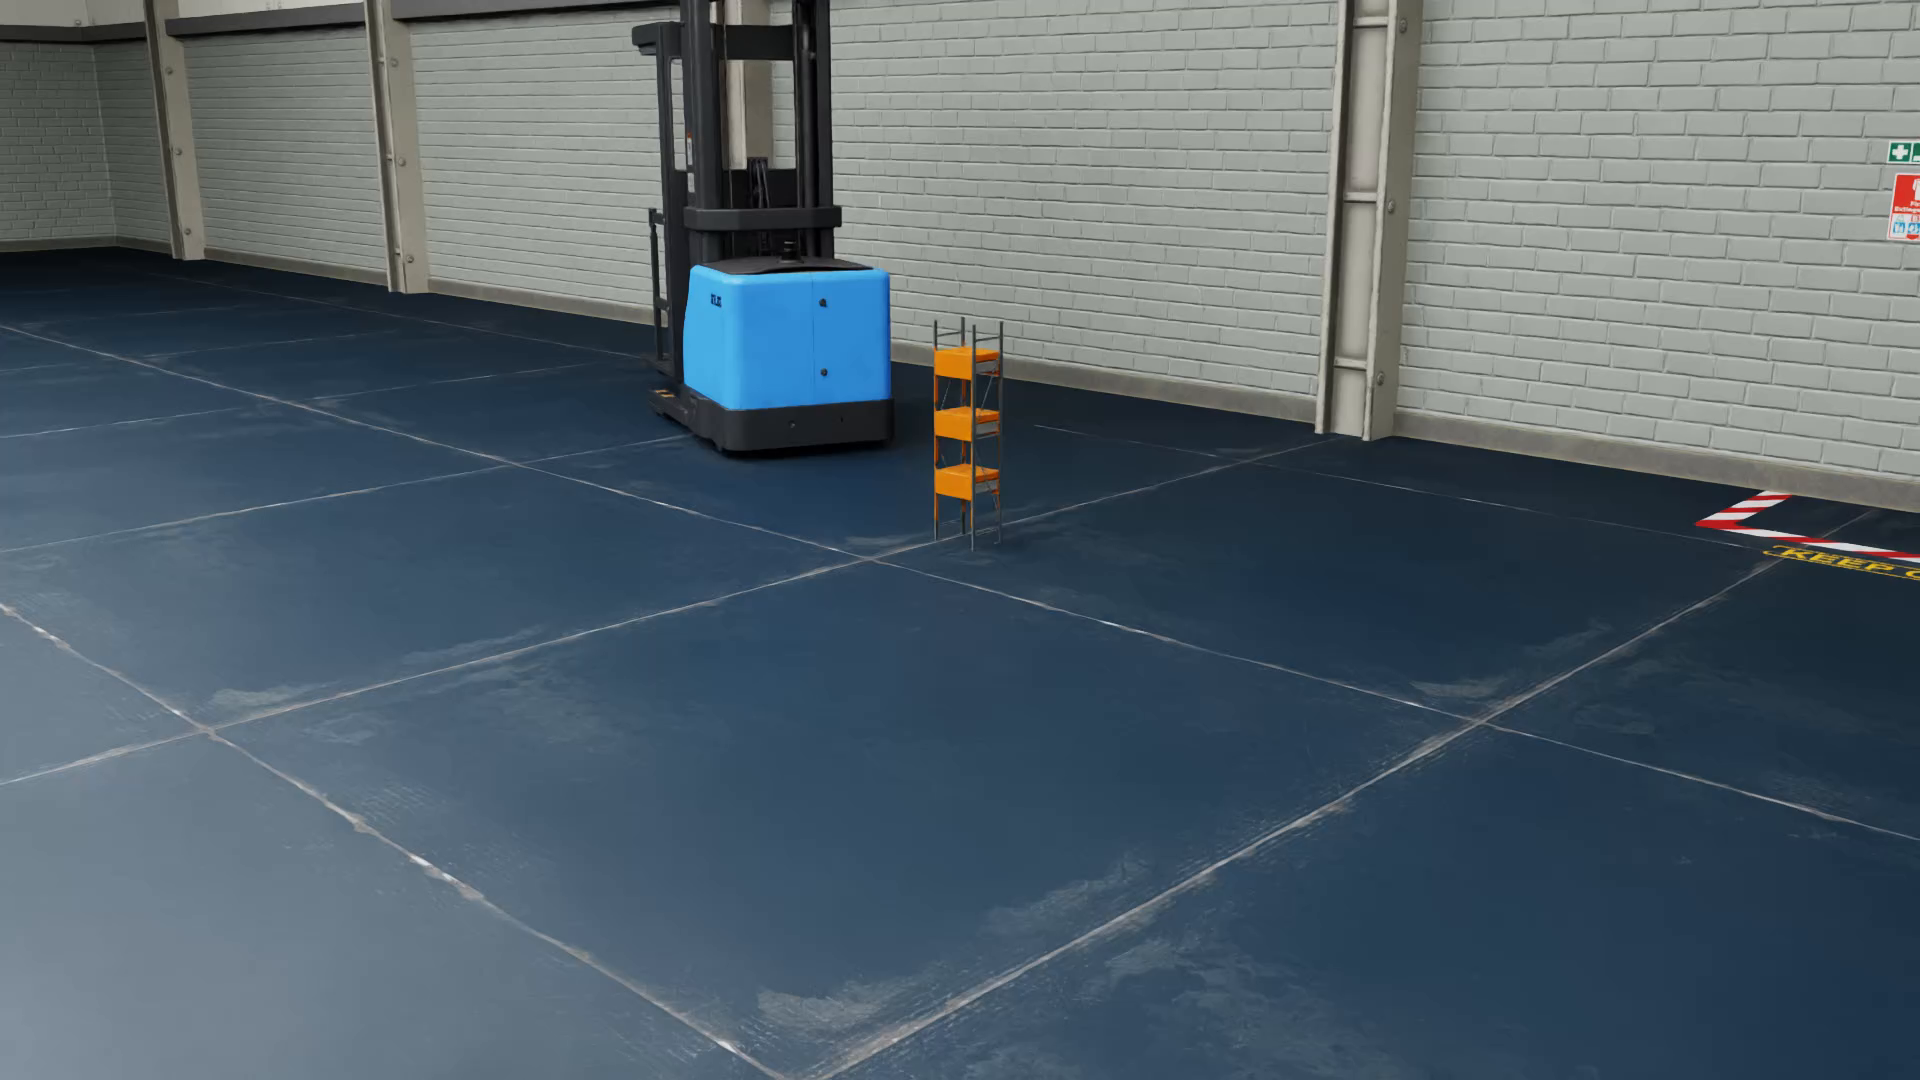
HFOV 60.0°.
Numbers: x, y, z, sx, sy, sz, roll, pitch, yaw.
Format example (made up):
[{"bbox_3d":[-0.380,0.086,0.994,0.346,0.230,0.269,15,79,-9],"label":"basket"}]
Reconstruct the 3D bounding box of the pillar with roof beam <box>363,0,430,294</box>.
[{"bbox_3d":[-9.133,-6.346,14.438,0.400,9.000,9.100,14,20,42],"label":"pillar with roof beam"}]

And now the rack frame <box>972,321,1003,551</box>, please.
[{"bbox_3d":[0.126,-0.477,7.682,0.008,1.050,0.200,14,20,42],"label":"rack frame"}]

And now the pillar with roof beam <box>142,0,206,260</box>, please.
[{"bbox_3d":[-13.452,-7.396,18.468,0.400,9.000,9.100,14,20,42],"label":"pillar with roof beam"}]

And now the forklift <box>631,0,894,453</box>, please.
[{"bbox_3d":[-1.448,-2.258,10.784,1.130,2.935,3.031,-6,16,-23],"label":"forklift"}]

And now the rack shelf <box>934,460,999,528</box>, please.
[{"bbox_3d":[0.039,-0.219,7.837,0.240,0.259,0.215,14,20,42],"label":"rack shelf"}]

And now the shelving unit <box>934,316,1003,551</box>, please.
[{"bbox_3d":[0.039,-0.499,7.764,0.252,1.050,0.215,14,20,42],"label":"shelving unit"}]

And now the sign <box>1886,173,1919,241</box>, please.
[{"bbox_3d":[4.734,-1.646,8.229,0.234,0.329,0.001,14,20,42],"label":"sign"}]

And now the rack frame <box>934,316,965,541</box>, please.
[{"bbox_3d":[-0.049,-0.520,7.846,0.008,1.050,0.200,14,20,42],"label":"rack frame"}]

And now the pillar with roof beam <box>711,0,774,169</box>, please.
[{"bbox_3d":[-4.813,-5.295,10.408,0.400,9.000,9.100,14,20,42],"label":"pillar with roof beam"}]

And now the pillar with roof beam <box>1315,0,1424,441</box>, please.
[{"bbox_3d":[-0.494,-4.245,6.378,0.400,9.000,9.100,14,20,42],"label":"pillar with roof beam"}]

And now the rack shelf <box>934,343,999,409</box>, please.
[{"bbox_3d":[0.039,-0.763,7.695,0.240,0.259,0.215,14,20,42],"label":"rack shelf"}]

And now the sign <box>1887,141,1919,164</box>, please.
[{"bbox_3d":[4.731,-1.900,8.153,0.331,0.109,0.001,14,20,42],"label":"sign"}]

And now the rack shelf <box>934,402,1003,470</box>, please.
[{"bbox_3d":[0.039,-0.488,7.766,0.240,0.259,0.215,14,20,42],"label":"rack shelf"}]
